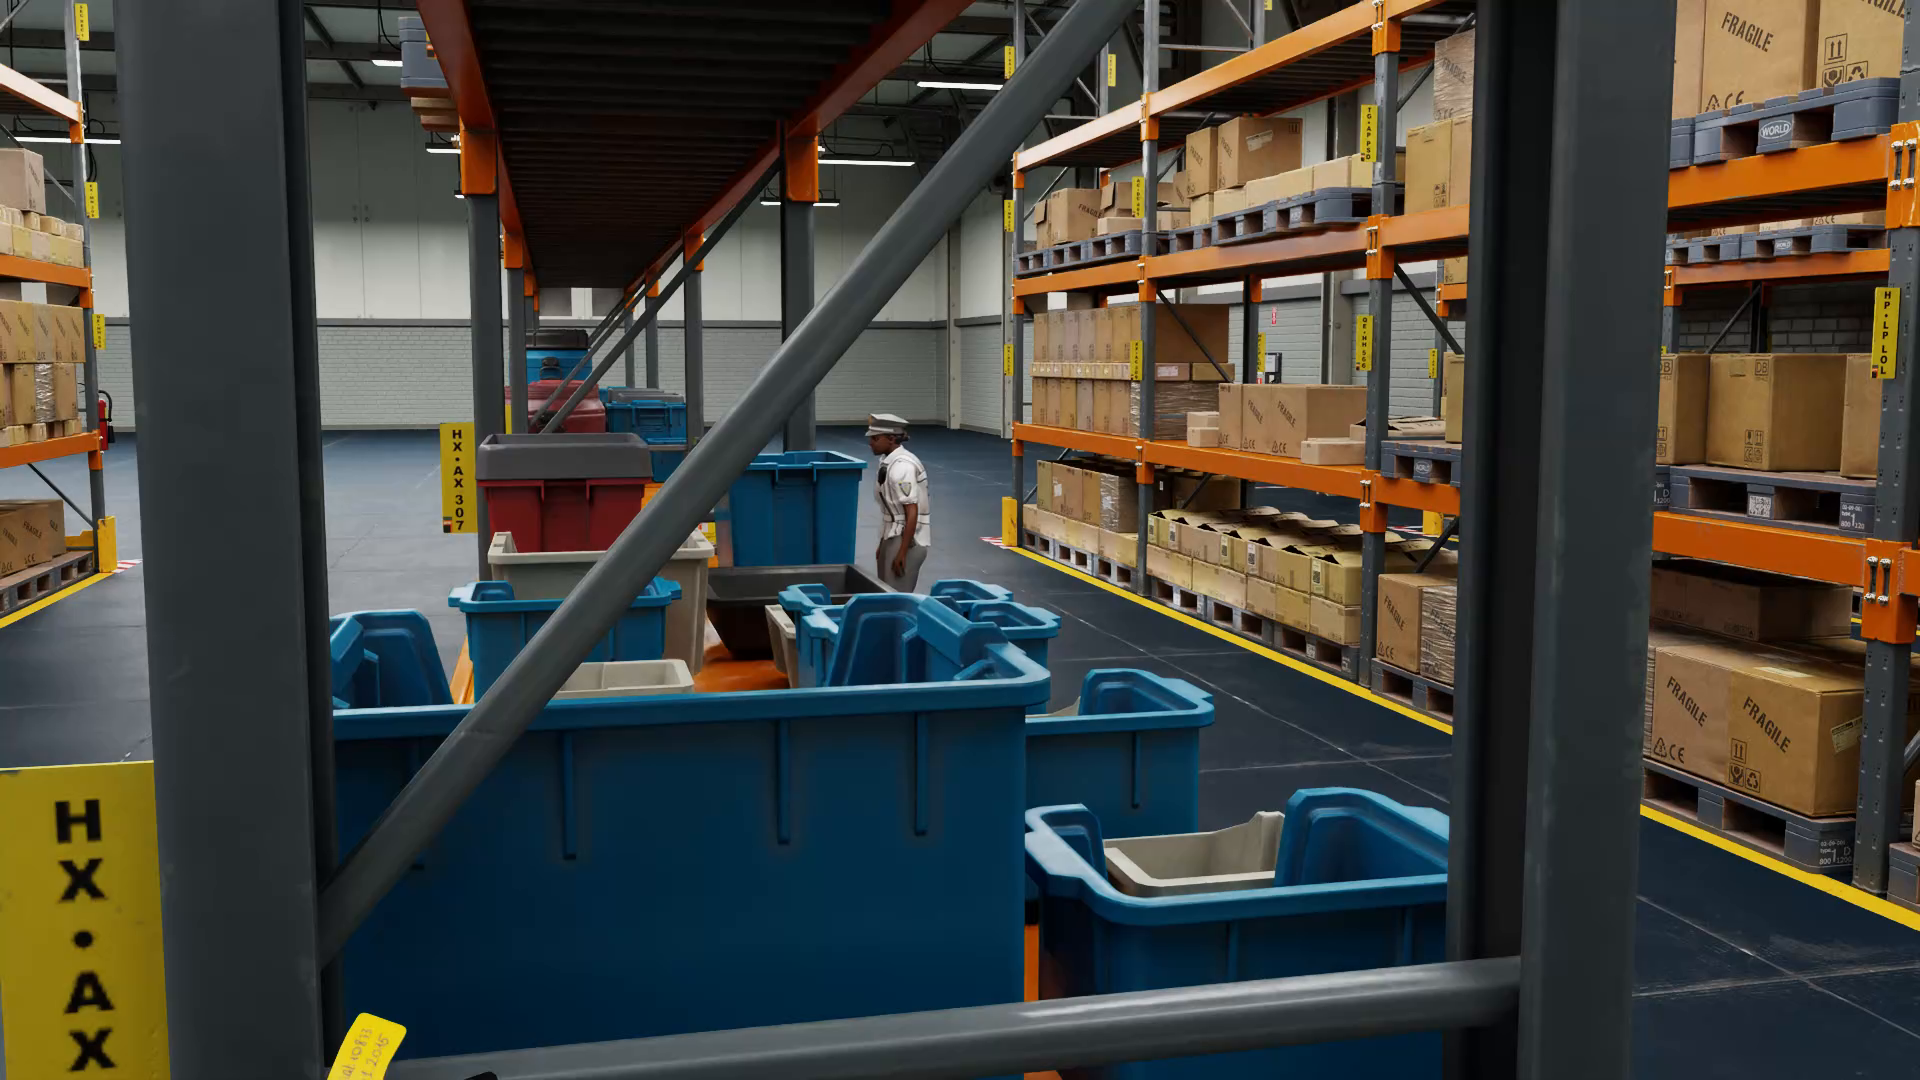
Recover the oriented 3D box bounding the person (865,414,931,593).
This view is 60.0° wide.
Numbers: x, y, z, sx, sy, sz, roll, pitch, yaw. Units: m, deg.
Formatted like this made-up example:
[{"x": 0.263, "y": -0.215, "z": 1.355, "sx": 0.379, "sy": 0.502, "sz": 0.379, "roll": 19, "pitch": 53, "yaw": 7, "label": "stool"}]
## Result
[{"x": -0.399, "y": 0.058, "z": 10.140, "sx": 0.418, "sy": 1.661, "sz": 0.526, "roll": -2, "pitch": 6, "yaw": -16, "label": "person"}]
